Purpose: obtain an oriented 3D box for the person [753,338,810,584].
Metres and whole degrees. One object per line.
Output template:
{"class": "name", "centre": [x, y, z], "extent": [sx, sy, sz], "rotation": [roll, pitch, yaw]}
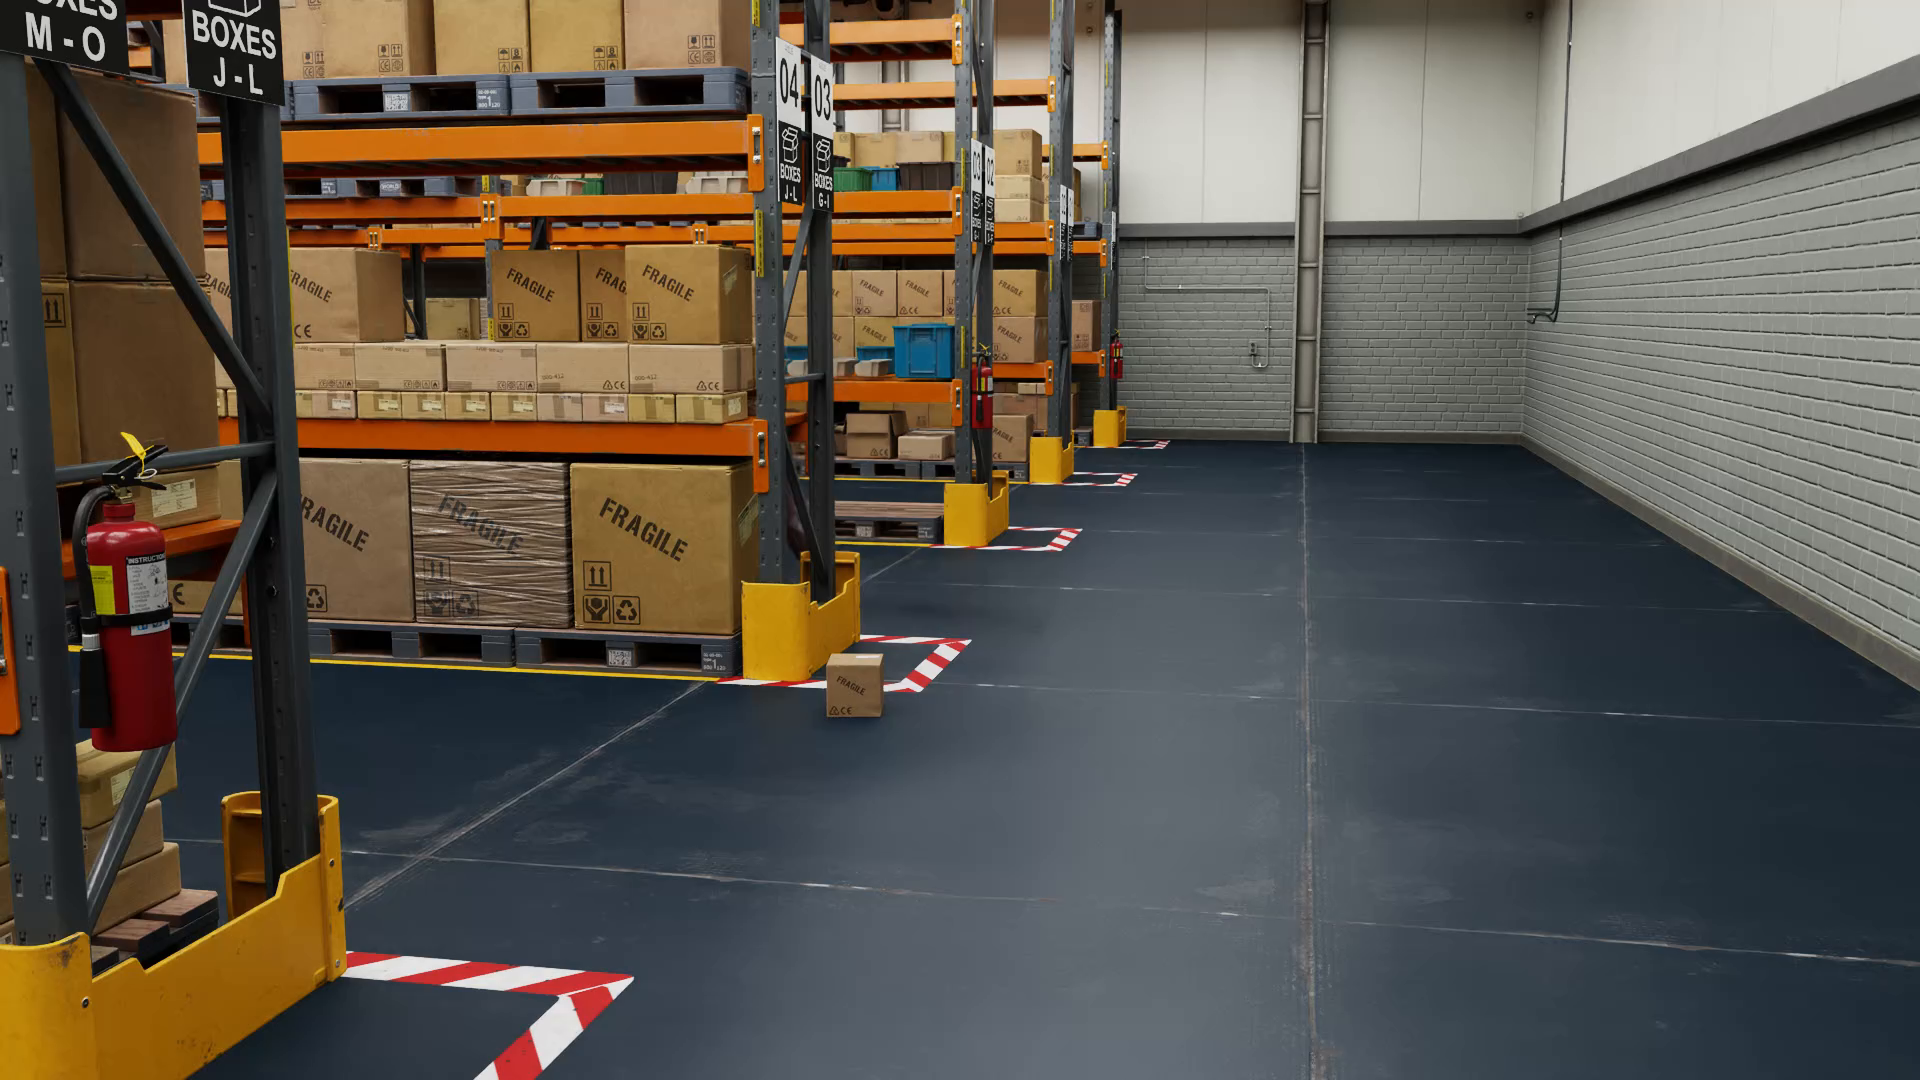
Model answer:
{"class": "person", "centre": [-1.344, -0.461, 10.678], "extent": [1.046, 1.666, 0.574], "rotation": [1, 8, 9]}
